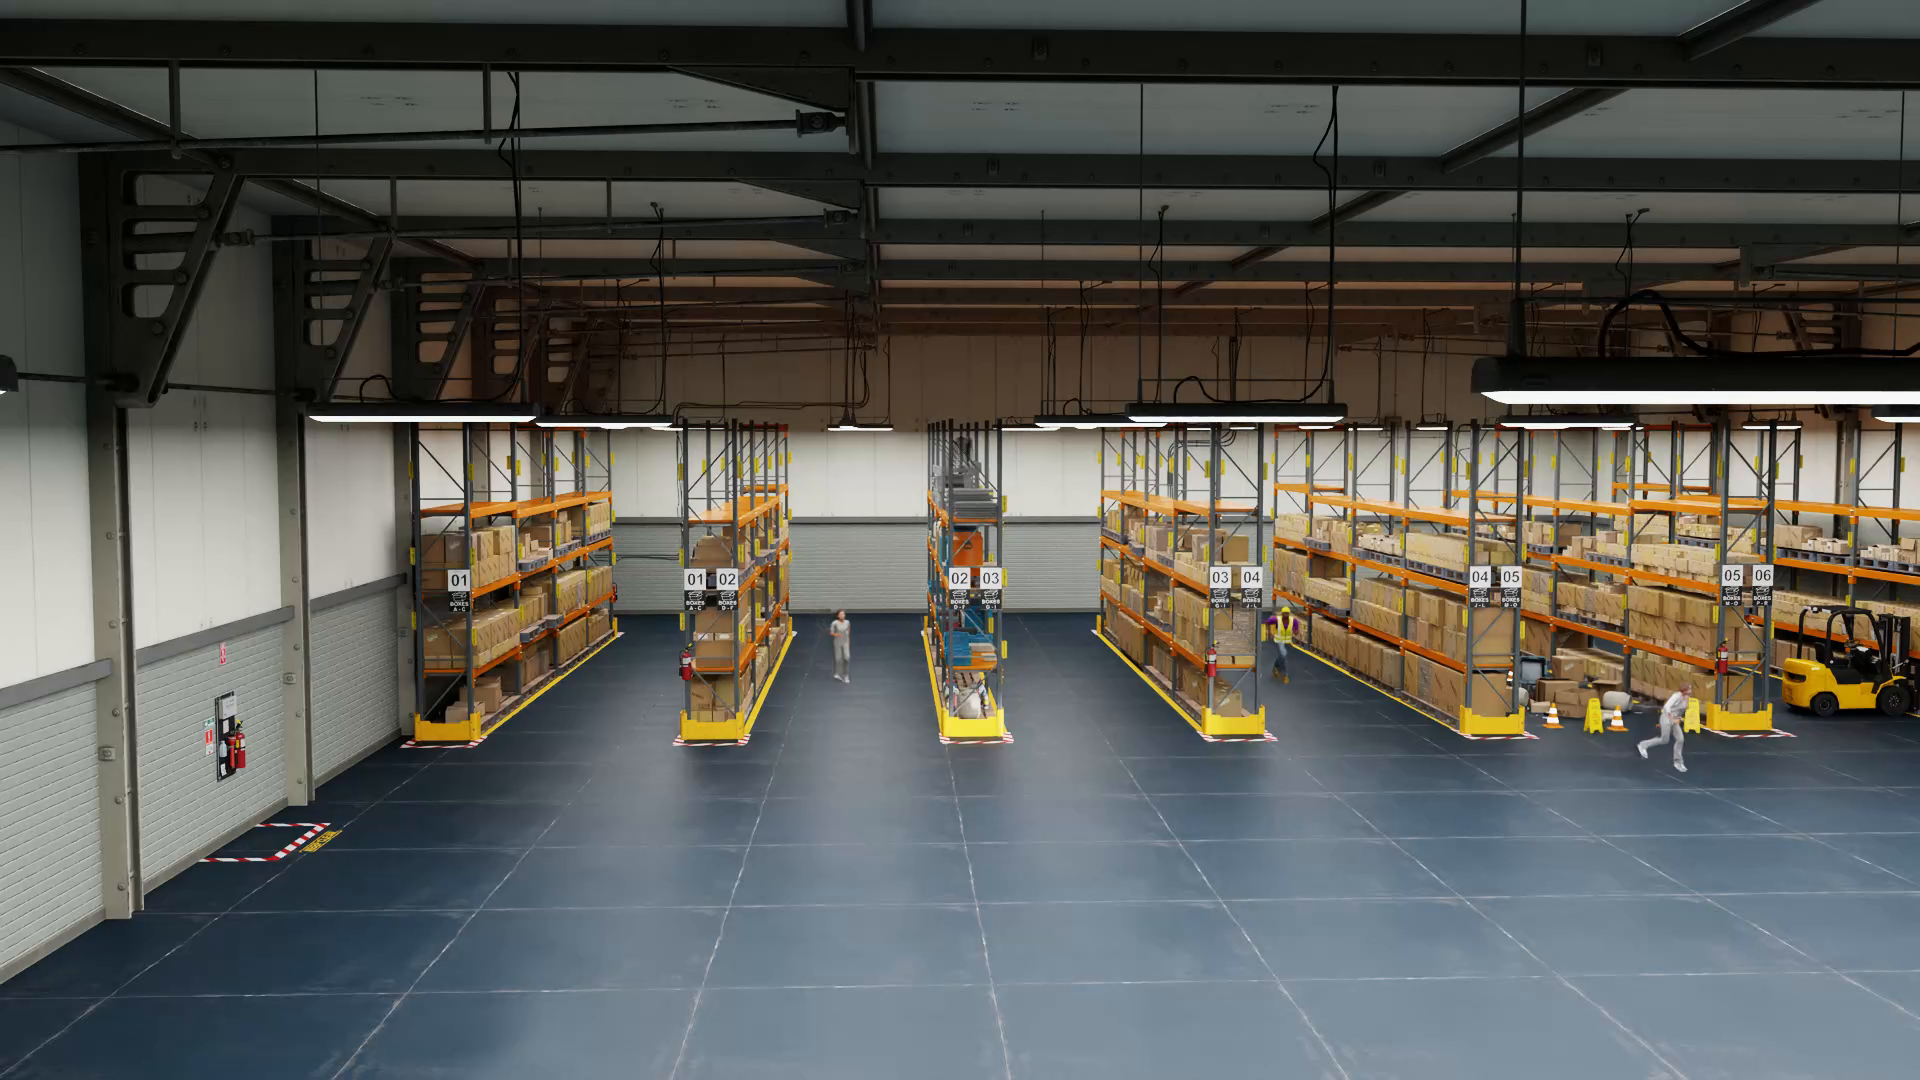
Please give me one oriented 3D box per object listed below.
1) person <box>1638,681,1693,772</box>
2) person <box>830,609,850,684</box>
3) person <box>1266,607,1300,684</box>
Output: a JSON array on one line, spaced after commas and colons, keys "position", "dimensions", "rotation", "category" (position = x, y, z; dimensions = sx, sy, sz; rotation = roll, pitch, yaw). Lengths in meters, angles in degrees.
[{"position": [12.078, 3.153, 28.493], "dimensions": [0.896, 1.549, 0.559], "rotation": [3, 5, 43], "category": "person"}, {"position": [-2.756, 2.439, 38.345], "dimensions": [0.507, 1.710, 0.809], "rotation": [-1, 4, -16], "category": "person"}, {"position": [7.455, 2.404, 38.478], "dimensions": [0.694, 1.774, 0.999], "rotation": [-1, 4, -14], "category": "person"}]
